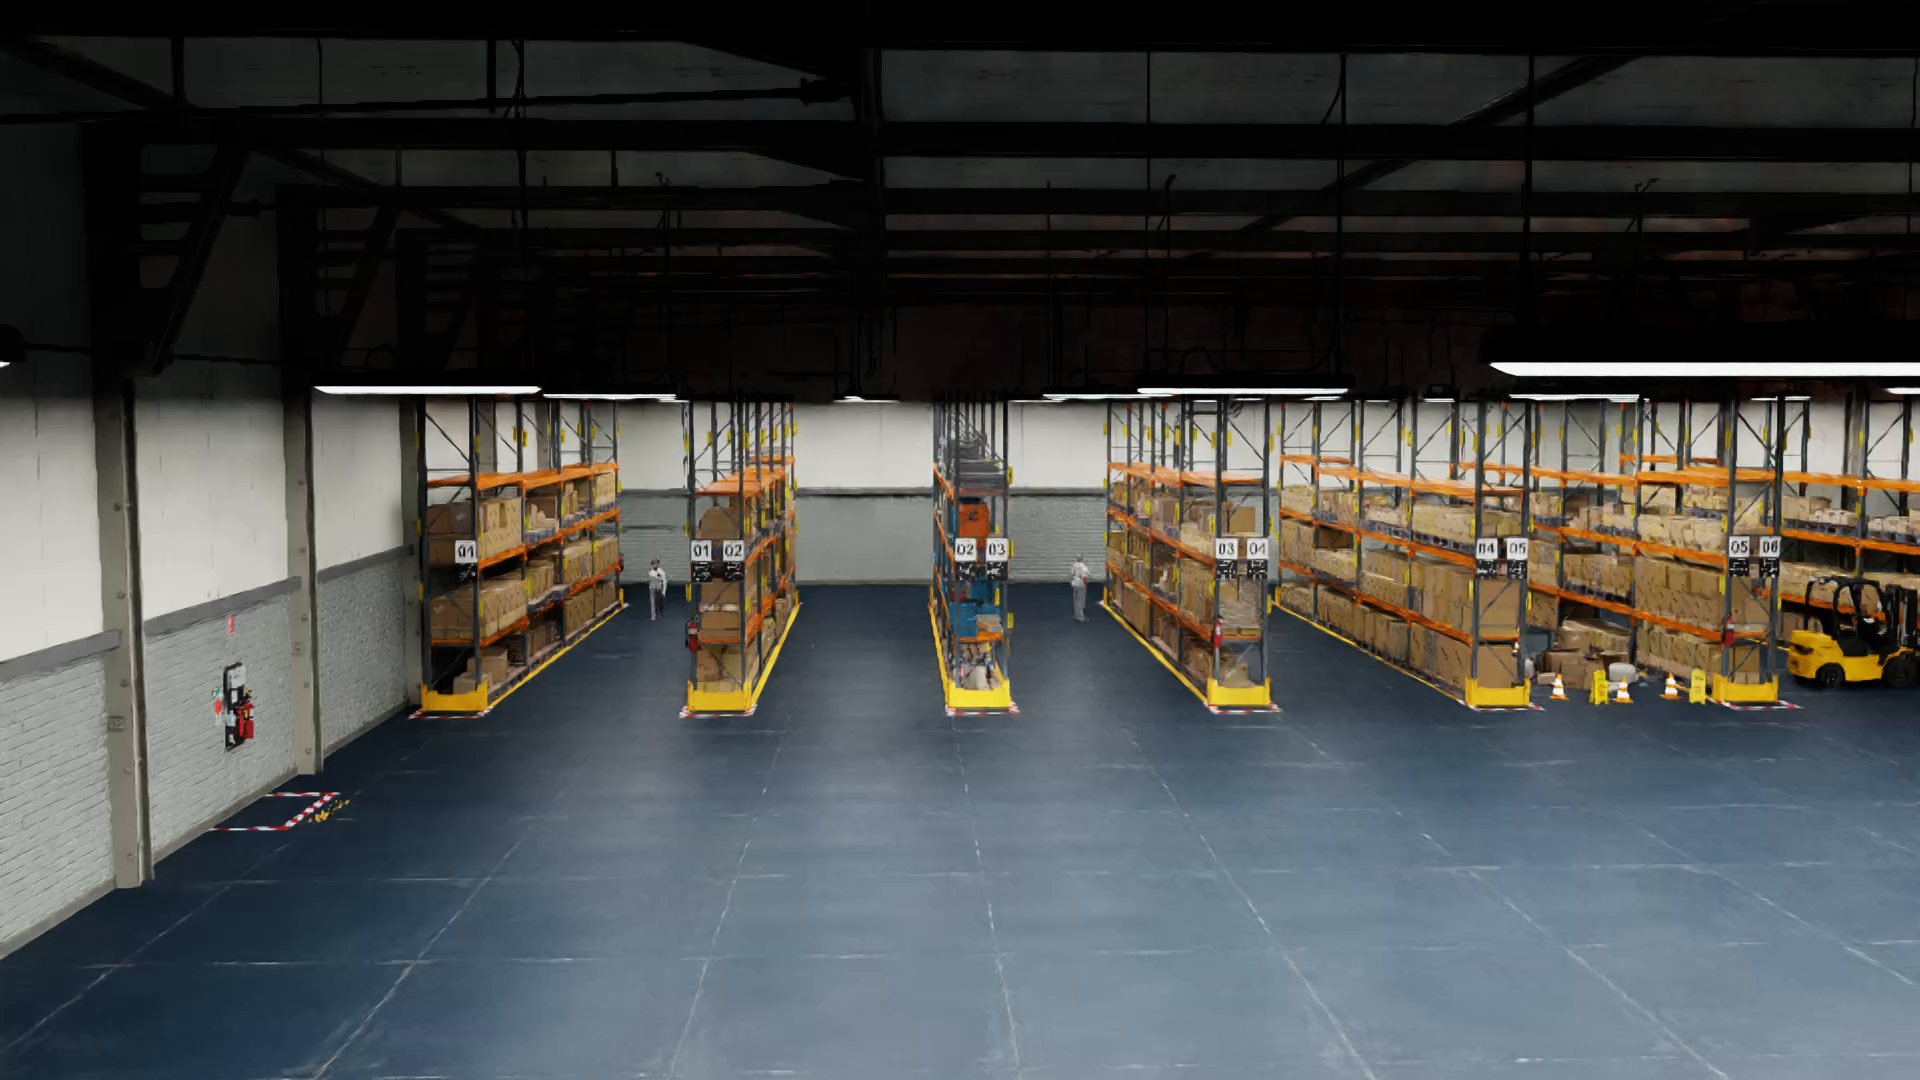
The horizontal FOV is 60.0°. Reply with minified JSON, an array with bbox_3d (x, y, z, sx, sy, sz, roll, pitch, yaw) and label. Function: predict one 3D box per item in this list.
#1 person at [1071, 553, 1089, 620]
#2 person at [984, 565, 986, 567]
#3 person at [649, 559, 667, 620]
[{"bbox_3d":[3.221,1.236,44.137,0.476,1.759,0.593,-3,6,-33],"label":"person"},{"bbox_3d":[0.503,0.731,51.118,0.470,1.669,0.665,4,6,42],"label":"person"},{"bbox_3d":[-8.039,1.302,44.179,0.499,1.624,0.989,0,5,-3],"label":"person"}]
